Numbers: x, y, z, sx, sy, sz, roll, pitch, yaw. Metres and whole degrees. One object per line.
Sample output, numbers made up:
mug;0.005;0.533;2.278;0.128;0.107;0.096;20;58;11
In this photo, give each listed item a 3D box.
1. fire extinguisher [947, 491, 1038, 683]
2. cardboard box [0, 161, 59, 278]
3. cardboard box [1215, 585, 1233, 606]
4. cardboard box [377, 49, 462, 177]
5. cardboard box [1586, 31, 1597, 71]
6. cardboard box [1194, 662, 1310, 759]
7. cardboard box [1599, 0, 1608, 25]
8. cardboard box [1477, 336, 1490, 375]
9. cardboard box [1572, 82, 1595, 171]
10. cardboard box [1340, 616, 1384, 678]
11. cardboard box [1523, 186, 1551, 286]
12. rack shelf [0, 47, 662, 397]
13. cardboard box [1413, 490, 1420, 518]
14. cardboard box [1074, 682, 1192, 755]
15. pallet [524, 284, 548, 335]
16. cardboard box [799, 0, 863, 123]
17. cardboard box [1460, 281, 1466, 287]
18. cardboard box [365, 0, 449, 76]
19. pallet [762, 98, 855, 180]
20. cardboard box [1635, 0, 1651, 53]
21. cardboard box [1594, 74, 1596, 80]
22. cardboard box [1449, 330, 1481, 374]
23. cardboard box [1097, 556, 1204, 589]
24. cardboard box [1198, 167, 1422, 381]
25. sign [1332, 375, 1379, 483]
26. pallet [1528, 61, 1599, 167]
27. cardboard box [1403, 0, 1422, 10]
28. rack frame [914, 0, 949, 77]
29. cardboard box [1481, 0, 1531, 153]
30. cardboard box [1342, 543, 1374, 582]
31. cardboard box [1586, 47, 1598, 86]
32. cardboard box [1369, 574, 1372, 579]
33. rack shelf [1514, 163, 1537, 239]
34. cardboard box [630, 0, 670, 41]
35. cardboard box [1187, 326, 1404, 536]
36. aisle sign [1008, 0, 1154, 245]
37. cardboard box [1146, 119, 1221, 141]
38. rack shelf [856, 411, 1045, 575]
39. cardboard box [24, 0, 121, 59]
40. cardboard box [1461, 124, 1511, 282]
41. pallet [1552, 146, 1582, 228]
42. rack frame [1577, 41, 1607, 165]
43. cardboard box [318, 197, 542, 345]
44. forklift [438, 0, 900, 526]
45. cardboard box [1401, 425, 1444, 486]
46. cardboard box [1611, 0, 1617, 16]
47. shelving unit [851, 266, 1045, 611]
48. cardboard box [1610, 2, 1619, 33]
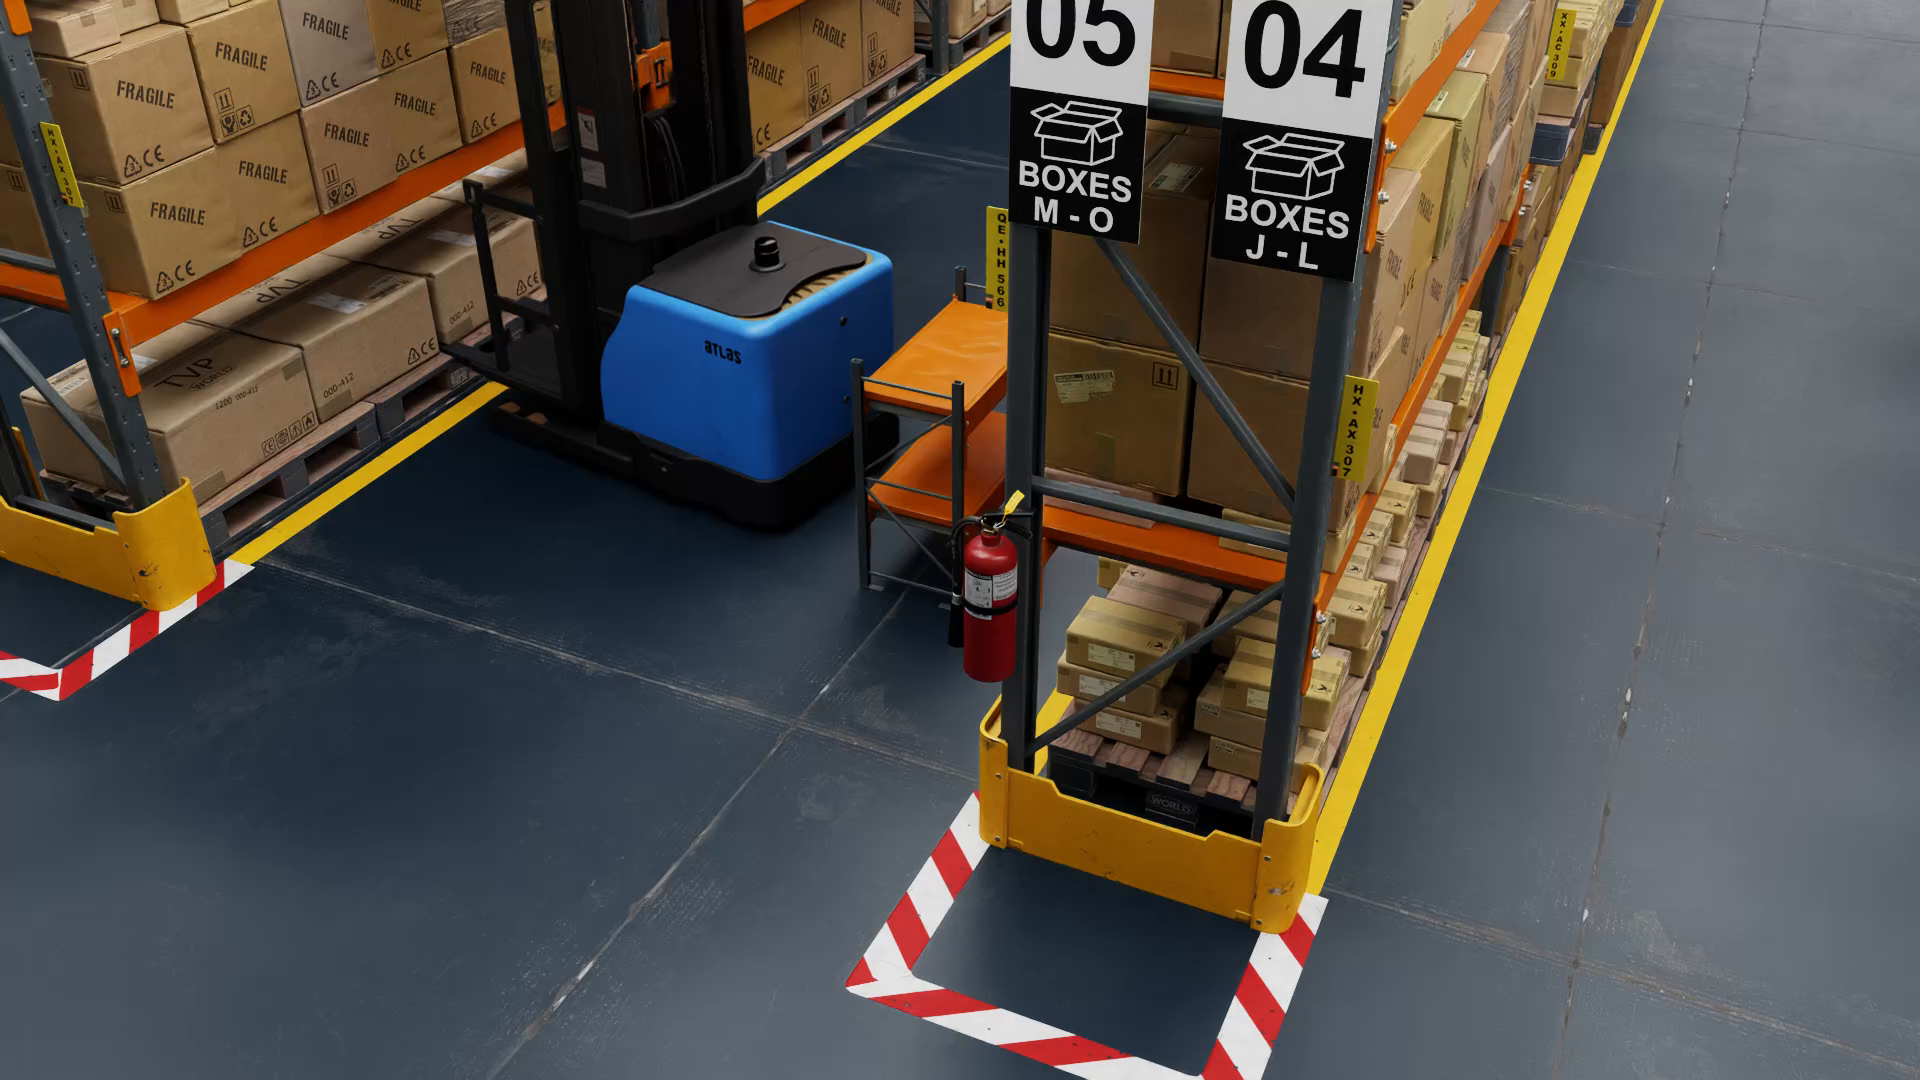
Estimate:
fire extinguisher;0.095;0.133;5.222;0.296;0.674;0.183;14;36;20
cardboard box;-3.957;-1.502;7.215;0.500;0.500;0.500;14;36;21
cardboard box;1.003;0.120;6.777;0.380;0.149;0.250;14;36;20
cardboard box;-2.847;-2.135;8.180;0.500;0.500;0.500;15;36;22
cardboard box;2.982;-2.482;8.374;0.380;0.149;0.250;13;36;20
cardboard box;1.072;0.616;6.021;0.380;0.149;0.250;16;36;22
cardboard box;3.097;-2.744;8.503;0.380;0.149;0.250;14;36;21
cardboard box;2.450;-0.945;8.401;0.380;0.149;0.250;15;36;21
cardboard box;3.929;-2.801;11.183;0.500;0.500;0.500;14;36;20
cardboard box;1.469;0.378;6.655;0.380;0.149;0.250;15;36;21
cardboard box;3.063;-1.768;9.607;0.500;0.500;0.500;16;36;23
rack shelf;-3.082;-1.855;8.499;1.077;0.370;4.000;14;36;20
cardboard box;1.835;-0.147;7.455;0.380;0.149;0.250;15;36;21
cardboard box;0.651;0.632;6.267;0.380;0.149;0.250;15;36;21
pallet;-2.634;-1.625;10.036;1.003;0.211;1.213;14;36;20
cardboard box;-1.313;-3.663;12.155;0.875;0.875;0.875;15;36;21
cardboard box;1.995;-1.228;7.116;0.380;0.149;0.250;13;35;18
cardboard box;-2.833;-2.559;7.914;0.500;0.500;0.500;14;36;21
pallet;-1.482;-2.997;12.128;1.003;0.211;1.213;14;36;20
cardboard box;5.055;-4.476;13.510;1.050;0.750;0.750;14;36;20
cardboard box;3.919;-3.102;10.958;0.500;0.250;0.500;13;36;19
cardboard box;2.310;-0.926;8.100;0.380;0.149;0.250;15;36;21
cardboard box;0.761;0.101;6.534;0.380;0.149;0.250;13;36;19
cardboard box;1.049;-0.821;4.993;0.500;0.500;0.500;14;36;20
sign;1.113;-0.312;4.701;0.100;0.325;0.005;14;36;20
pallet;2.745;-2.334;8.748;1.003;0.211;1.213;14;36;20
cardboard box;1.044;-1.639;4.460;0.500;0.250;0.500;15;36;21
rack frame;-0.572;-5.144;12.859;1.000;3.000;0.127;14;36;20
cardboard box;1.904;-1.844;6.553;0.500;0.500;0.500;15;36;22
cardboard box;1.404;0.107;6.526;0.380;0.149;0.250;12;35;18
cardboard box;3.095;-2.491;8.659;0.380;0.149;0.250;14;36;21
cardboard box;1.491;0.093;6.818;0.380;0.149;0.250;12;35;18
rack shelf;3.130;-2.762;9.882;1.077;0.370;4.000;14;36;20
cardboard box;-1.821;-3.248;10.104;0.500;0.250;0.500;13;36;19
cardboard box;1.058;-0.401;5.263;0.500;0.500;0.500;16;36;23
aisle sign;0.317;-1.194;4.465;0.394;0.787;0.004;14;36;20
cardboard box;0.797;-1.196;5.564;0.500;0.500;0.500;13;35;19
rack shelf;-0.003;-0.263;7.571;0.538;0.278;1.000;14;36;20
cardboard box;-3.519;-2.004;6.476;0.380;0.149;0.250;15;36;21
cardboard box;1.920;-1.421;6.820;0.500;0.500;0.500;14;36;20
pallet;3.638;-2.504;11.376;1.003;0.211;1.213;14;36;20
rack frame;3.967;-4.059;11.204;1.000;3.000;0.127;14;36;20
cardboard box;-2.979;-1.522;9.289;0.875;0.438;0.875;13;35;19
forklift;-1.801;-1.920;8.006;3.031;2.935;1.130;21;39;29
cardboard box;1.902;-0.395;7.292;0.380;0.149;0.250;13;35;19
cardboard box;3.420;-3.007;9.175;0.380;0.149;0.250;14;36;20
shelving unit;-0.003;-0.467;7.436;0.538;1.125;1.048;14;36;20
cardboard box;3.525;-3.004;9.442;0.380;0.149;0.250;13;35;18
